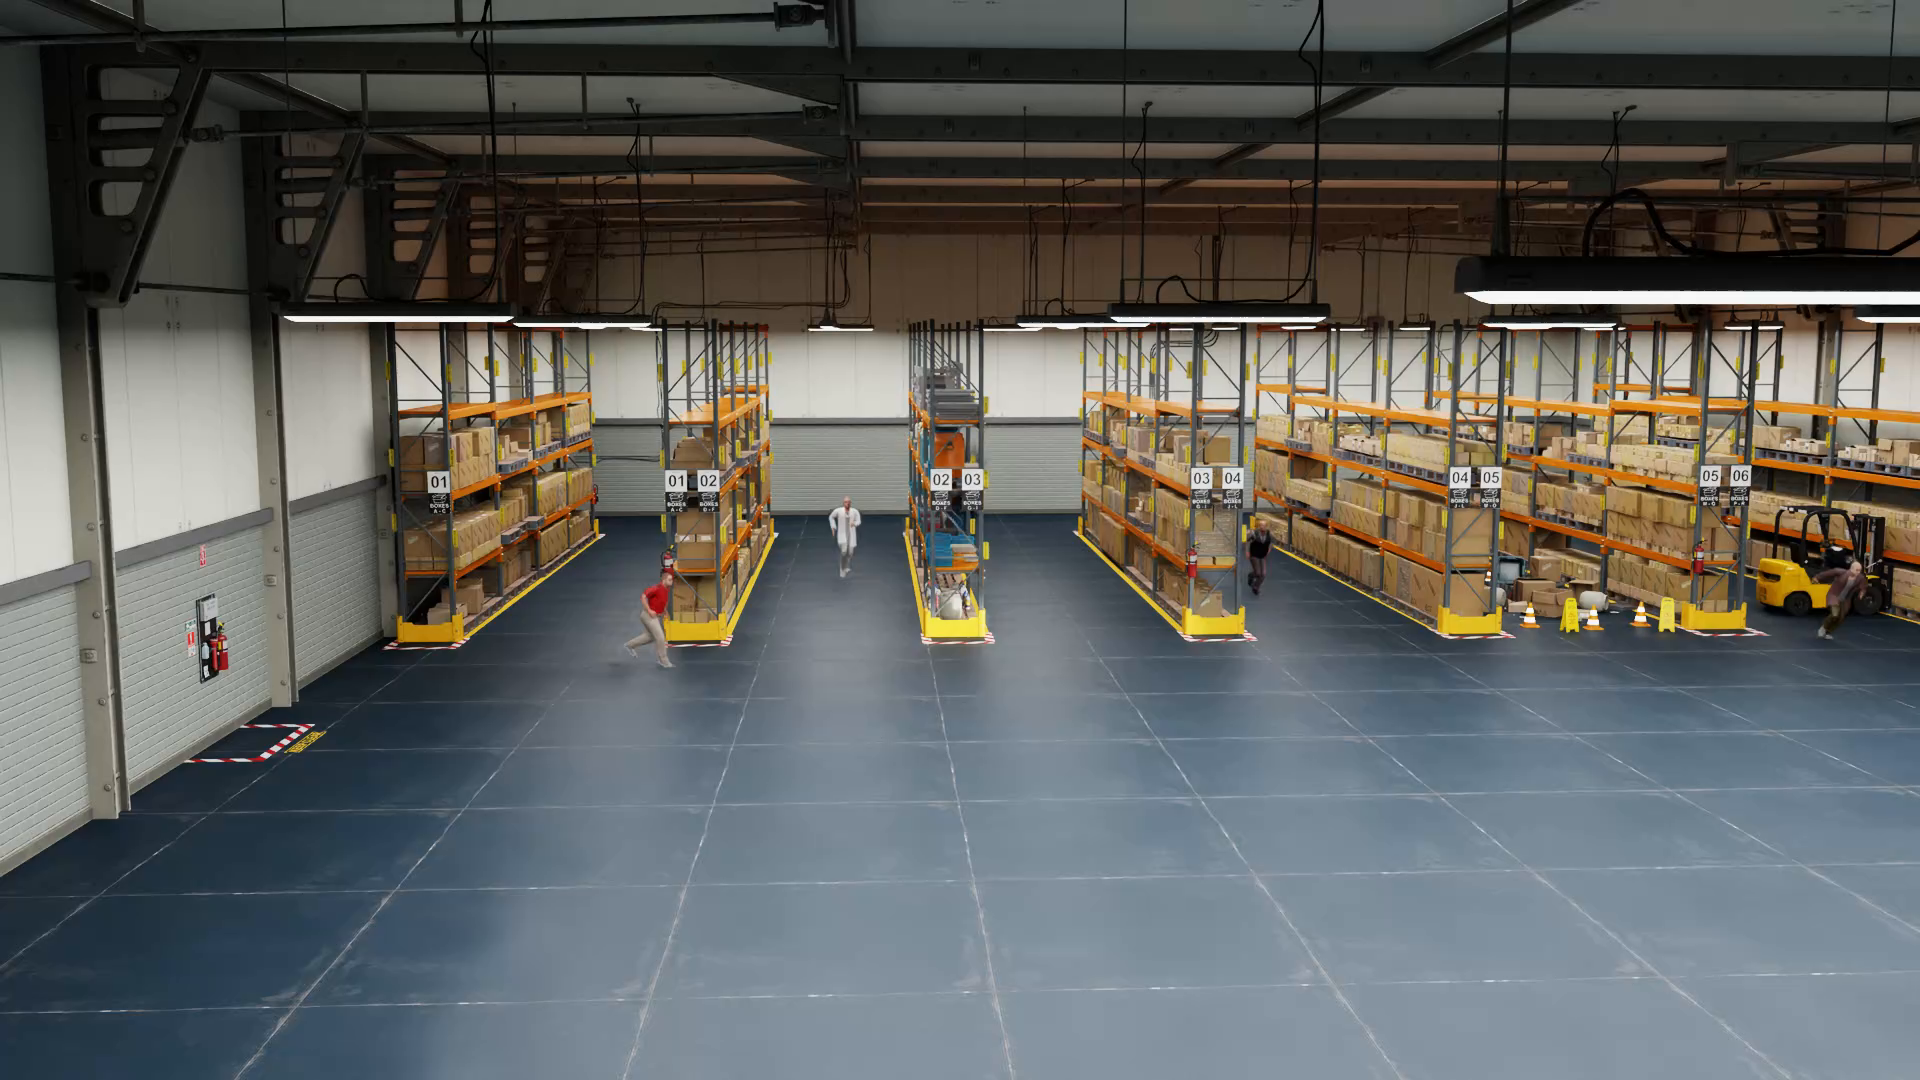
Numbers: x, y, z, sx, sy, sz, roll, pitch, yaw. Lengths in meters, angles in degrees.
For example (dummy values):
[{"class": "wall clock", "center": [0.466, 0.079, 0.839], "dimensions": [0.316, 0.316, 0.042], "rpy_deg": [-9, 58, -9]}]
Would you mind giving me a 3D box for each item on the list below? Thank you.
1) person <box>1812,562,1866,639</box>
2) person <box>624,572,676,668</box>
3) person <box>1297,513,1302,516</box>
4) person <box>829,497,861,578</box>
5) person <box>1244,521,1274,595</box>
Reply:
[{"class": "person", "center": [16.425, 1.131, 30.959], "dimensions": [0.687, 1.542, 1.069], "rpy_deg": [0, 7, -1]}, {"class": "person", "center": [-5.400, 1.386, 28.755], "dimensions": [1.002, 1.695, 0.689], "rpy_deg": [3, 8, 21]}, {"class": "person", "center": [10.270, -1.437, 51.262], "dimensions": [0.767, 1.723, 0.618], "rpy_deg": [-3, 8, -26]}, {"class": "person", "center": [-2.593, -0.049, 37.974], "dimensions": [0.684, 1.834, 0.766], "rpy_deg": [-2, 7, -16]}, {"class": "person", "center": [6.609, 0.376, 36.724], "dimensions": [0.624, 1.653, 0.696], "rpy_deg": [-3, 8, -20]}]
